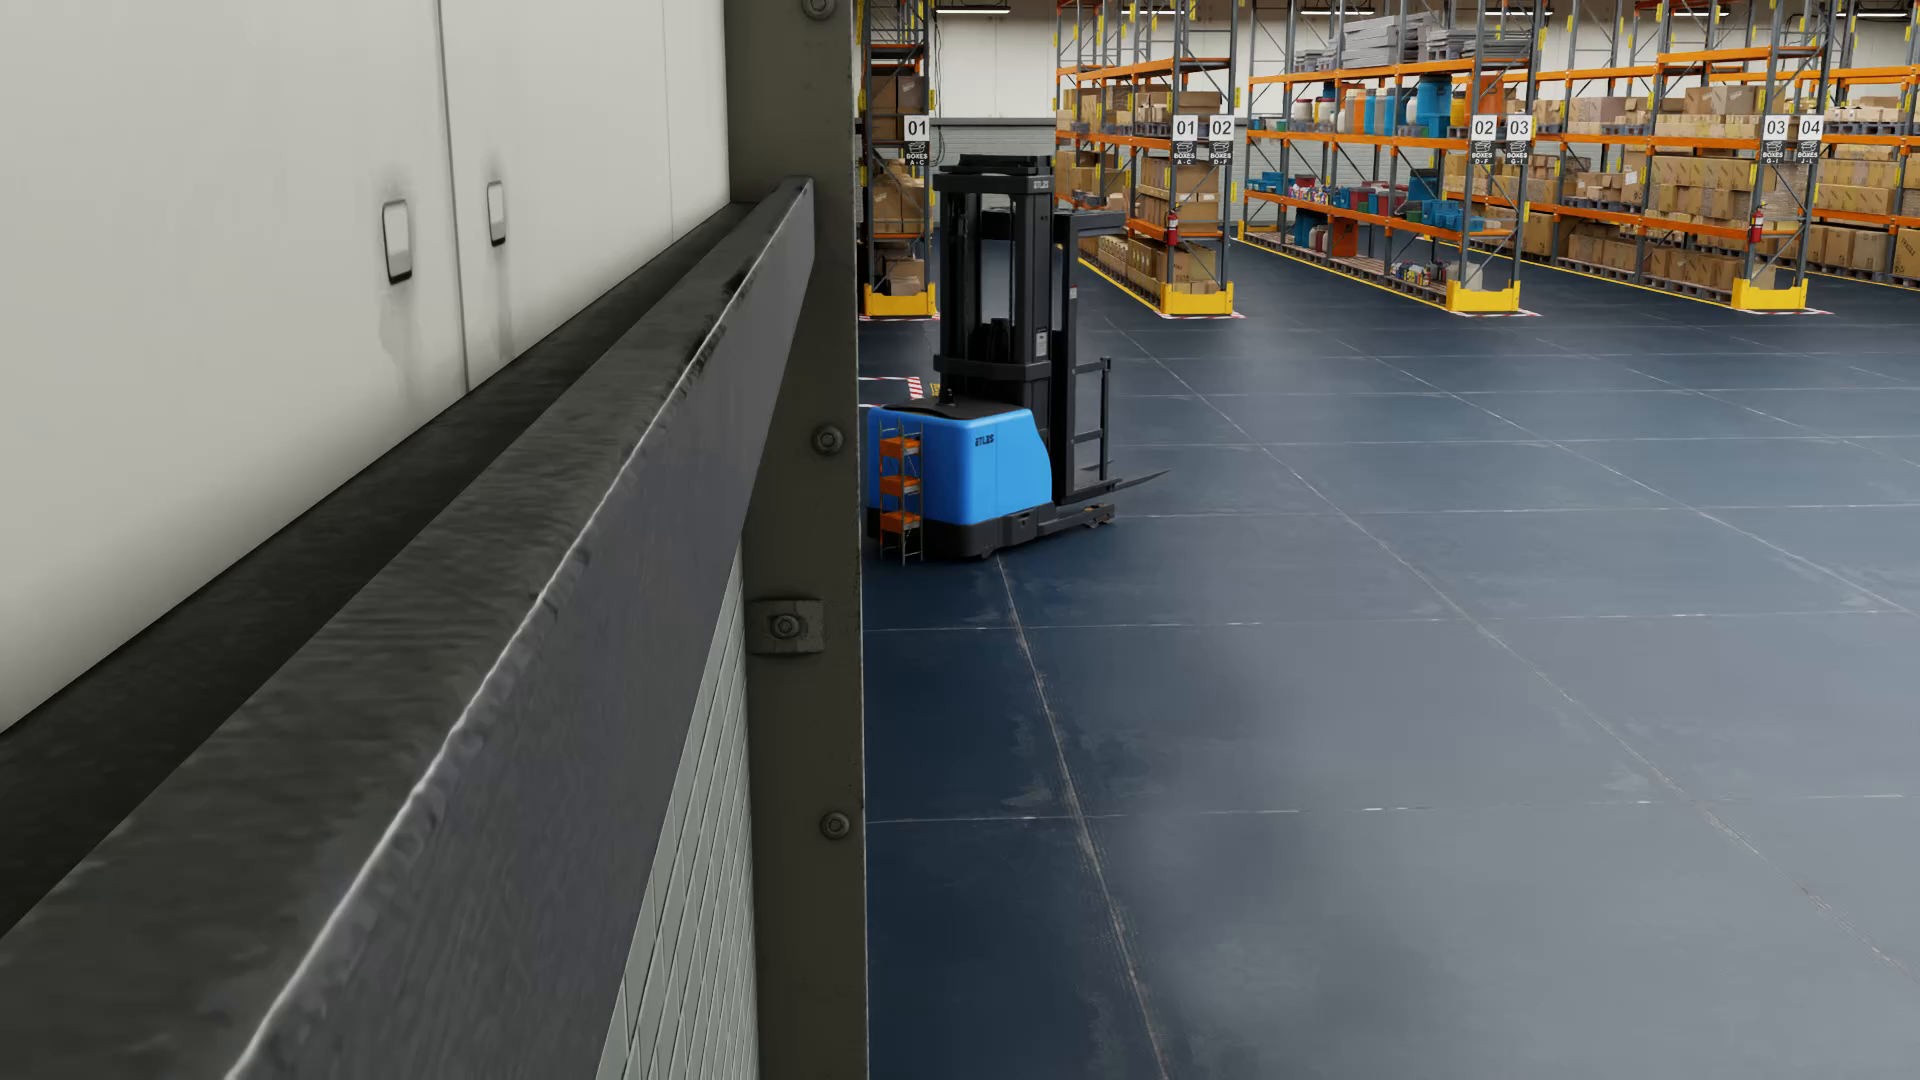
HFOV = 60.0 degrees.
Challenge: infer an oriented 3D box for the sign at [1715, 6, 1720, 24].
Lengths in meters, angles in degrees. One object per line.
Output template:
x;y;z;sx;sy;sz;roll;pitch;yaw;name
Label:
14.128;-9.805;31.041;0.100;0.325;0.005;-1;14;-3;sign

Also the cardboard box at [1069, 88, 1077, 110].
3.025;-10.721;40.447;0.700;0.500;0.500;-1;14;-3;cardboard box

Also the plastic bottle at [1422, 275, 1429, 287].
8.339;-4.641;29.779;0.097;0.201;0.097;0;14;0;plastic bottle

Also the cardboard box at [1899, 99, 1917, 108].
23.154;-10.450;40.357;0.500;0.500;0.500;-1;14;-2;cardboard box

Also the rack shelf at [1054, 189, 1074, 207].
3.078;-8.391;41.064;1.077;0.370;4.000;-1;14;-3;rack shelf

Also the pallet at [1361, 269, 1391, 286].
8.555;-5.173;32.707;1.003;0.211;1.213;-1;14;-3;pallet

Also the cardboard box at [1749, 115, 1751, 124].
13.606;-7.114;28.137;0.380;0.149;0.250;-1;14;-5;cardboard box

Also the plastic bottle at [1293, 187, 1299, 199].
7.817;-8.046;38.527;0.152;0.276;0.135;-1;14;-3;plastic bottle

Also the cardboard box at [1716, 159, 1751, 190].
13.516;-6.344;28.859;0.500;0.500;0.500;-1;14;-3;cardboard box

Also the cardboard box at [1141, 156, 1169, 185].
3.732;-6.819;30.706;0.700;0.500;0.500;-1;14;-3;cardboard box

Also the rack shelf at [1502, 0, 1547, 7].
13.214;-12.064;36.627;1.077;0.370;4.000;-1;14;-3;rack shelf

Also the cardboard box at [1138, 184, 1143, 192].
3.521;-6.546;30.944;0.380;0.149;0.250;-1;14;-4;cardboard box

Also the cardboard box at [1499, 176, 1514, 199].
12.901;-8.200;38.674;0.500;0.500;0.500;-1;14;-3;cardboard box

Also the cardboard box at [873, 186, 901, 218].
-1.240;-5.595;27.507;0.500;0.500;0.500;-1;14;-4;cardboard box

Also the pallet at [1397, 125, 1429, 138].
8.784;-7.512;30.561;1.213;0.211;1.003;-1;14;-3;pallet

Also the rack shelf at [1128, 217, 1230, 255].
3.822;-5.407;29.465;1.077;0.370;4.000;-1;14;-3;rack shelf

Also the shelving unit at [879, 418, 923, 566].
-0.437;-0.358;12.310;0.215;1.050;0.252;-14;20;-43;shelving unit

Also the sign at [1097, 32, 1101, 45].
3.510;-12.675;42.038;0.100;0.325;0.005;-1;14;-3;sign

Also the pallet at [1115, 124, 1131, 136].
3.654;-8.163;33.094;1.003;0.211;1.213;0;14;-1;pallet

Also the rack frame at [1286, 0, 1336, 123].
8.146;-11.223;38.588;1.000;3.000;0.127;-1;14;-3;rack frame

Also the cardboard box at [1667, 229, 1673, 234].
17.646;-7.620;40.902;0.380;0.149;0.250;-1;14;-5;cardboard box

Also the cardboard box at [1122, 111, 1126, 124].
3.585;-8.589;33.827;0.500;0.250;0.500;0;14;-2;cardboard box

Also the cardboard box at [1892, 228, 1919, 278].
18.511;-5.473;31.700;0.875;0.875;0.875;-1;14;-3;cardboard box

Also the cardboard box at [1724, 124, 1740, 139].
13.516;-7.030;28.611;0.500;0.250;0.500;-1;14;-3;cardboard box

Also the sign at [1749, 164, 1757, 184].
13.278;-6.120;27.836;0.100;0.325;0.005;-1;14;-3;sign

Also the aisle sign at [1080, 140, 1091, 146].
3.256;-10.518;42.668;0.394;0.787;0.004;-1;14;-3;aisle sign

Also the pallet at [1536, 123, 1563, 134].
13.245;-8.920;36.035;1.213;0.211;1.003;0;14;-1;pallet

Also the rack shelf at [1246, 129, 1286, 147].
8.022;-9.920;40.984;1.077;0.370;4.000;-1;14;-3;rack shelf

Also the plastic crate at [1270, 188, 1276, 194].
7.809;-8.488;40.428;0.437;0.125;0.590;-1;14;-3;plastic crate

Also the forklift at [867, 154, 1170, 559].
0.612;-1.586;13.308;1.130;2.935;3.031;12;19;38;forklift

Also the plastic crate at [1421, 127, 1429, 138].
8.468;-7.282;29.714;0.336;0.188;0.450;-1;14;-3;plastic crate

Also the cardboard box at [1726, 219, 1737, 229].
13.528;-5.480;28.808;0.380;0.149;0.250;-1;14;-3;cardboard box

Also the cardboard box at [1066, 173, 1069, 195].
2.848;-8.667;40.492;0.500;0.500;0.500;-1;14;-2;cardboard box

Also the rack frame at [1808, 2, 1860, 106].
22.733;-12.448;43.346;1.000;3.000;0.127;-1;14;-3;rack frame

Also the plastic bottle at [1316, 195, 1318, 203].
7.910;-7.528;36.665;0.097;0.201;0.097;0;14;0;plastic bottle

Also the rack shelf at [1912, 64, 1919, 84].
18.666;-8.322;29.558;1.077;0.370;4.000;-1;14;-3;rack shelf

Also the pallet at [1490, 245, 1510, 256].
13.213;-6.853;39.239;1.003;0.211;1.213;-1;14;-3;pallet

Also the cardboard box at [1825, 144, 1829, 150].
22.502;-10.101;42.755;0.380;0.149;0.250;-1;14;-5;cardboard box

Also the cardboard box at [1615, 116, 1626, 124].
13.369;-8.413;33.309;0.380;0.166;0.250;-1;14;-5;cardboard box

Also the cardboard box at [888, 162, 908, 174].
-1.266;-7.860;35.211;0.500;0.250;0.500;-1;14;-2;cardboard box

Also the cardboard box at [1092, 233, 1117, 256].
3.158;-6.479;36.322;0.500;0.500;0.500;0;14;-1;cardboard box

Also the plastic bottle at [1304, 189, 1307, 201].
7.846;-7.817;37.648;0.097;0.271;0.097;0;14;0;plastic bottle

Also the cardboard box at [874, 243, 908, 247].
-1.382;-5.616;32.967;0.700;0.500;0.500;-1;14;-3;cardboard box

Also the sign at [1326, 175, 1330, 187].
8.696;-8.460;39.332;0.100;0.325;0.005;-1;14;-3;sign

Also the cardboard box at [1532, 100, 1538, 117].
13.190;-9.613;37.300;0.797;0.503;0.637;-1;14;-4;cardboard box

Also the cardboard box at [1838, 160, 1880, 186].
18.411;-7.491;33.916;0.700;0.500;0.500;-1;14;-4;cardboard box

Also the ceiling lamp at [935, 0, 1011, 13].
0.365;-15.599;43.878;2.000;3.185;0.800;-1;14;-3;ceiling lamp

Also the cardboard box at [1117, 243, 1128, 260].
3.348;-5.622;32.406;0.500;0.311;0.500;0;14;-2;cardboard box

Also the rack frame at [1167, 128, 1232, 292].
3.946;-5.258;27.442;1.000;3.000;0.127;-1;14;-3;rack frame

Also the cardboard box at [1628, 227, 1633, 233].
17.610;-8.064;43.228;0.380;0.149;0.250;-1;14;-4;cardboard box

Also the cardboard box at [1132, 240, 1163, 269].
3.453;-5.243;30.556;0.500;0.500;0.500;-1;14;-3;cardboard box

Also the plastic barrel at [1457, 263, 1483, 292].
8.773;-4.495;28.625;0.421;0.512;0.421;0;14;0;plastic barrel

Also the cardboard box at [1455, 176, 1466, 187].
12.706;-8.953;41.508;0.500;0.250;0.500;-1;14;-5;cardboard box
